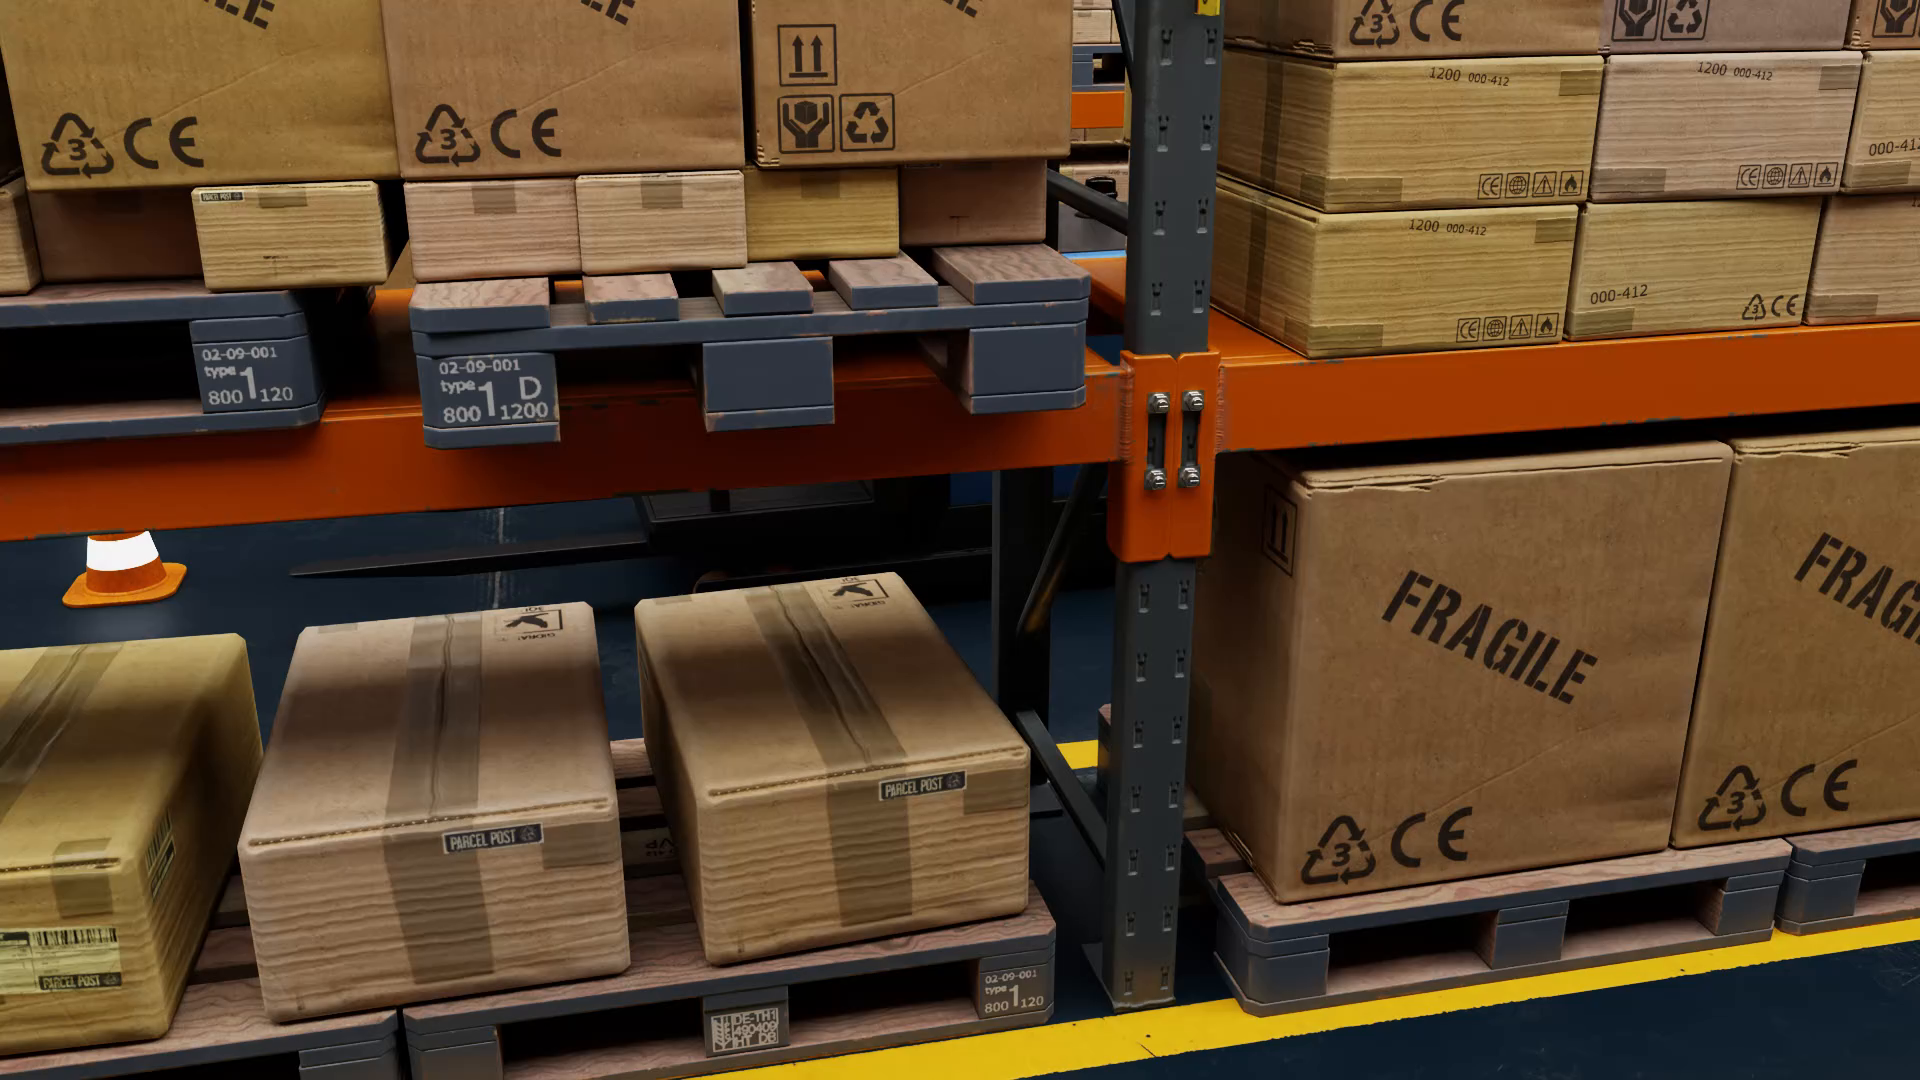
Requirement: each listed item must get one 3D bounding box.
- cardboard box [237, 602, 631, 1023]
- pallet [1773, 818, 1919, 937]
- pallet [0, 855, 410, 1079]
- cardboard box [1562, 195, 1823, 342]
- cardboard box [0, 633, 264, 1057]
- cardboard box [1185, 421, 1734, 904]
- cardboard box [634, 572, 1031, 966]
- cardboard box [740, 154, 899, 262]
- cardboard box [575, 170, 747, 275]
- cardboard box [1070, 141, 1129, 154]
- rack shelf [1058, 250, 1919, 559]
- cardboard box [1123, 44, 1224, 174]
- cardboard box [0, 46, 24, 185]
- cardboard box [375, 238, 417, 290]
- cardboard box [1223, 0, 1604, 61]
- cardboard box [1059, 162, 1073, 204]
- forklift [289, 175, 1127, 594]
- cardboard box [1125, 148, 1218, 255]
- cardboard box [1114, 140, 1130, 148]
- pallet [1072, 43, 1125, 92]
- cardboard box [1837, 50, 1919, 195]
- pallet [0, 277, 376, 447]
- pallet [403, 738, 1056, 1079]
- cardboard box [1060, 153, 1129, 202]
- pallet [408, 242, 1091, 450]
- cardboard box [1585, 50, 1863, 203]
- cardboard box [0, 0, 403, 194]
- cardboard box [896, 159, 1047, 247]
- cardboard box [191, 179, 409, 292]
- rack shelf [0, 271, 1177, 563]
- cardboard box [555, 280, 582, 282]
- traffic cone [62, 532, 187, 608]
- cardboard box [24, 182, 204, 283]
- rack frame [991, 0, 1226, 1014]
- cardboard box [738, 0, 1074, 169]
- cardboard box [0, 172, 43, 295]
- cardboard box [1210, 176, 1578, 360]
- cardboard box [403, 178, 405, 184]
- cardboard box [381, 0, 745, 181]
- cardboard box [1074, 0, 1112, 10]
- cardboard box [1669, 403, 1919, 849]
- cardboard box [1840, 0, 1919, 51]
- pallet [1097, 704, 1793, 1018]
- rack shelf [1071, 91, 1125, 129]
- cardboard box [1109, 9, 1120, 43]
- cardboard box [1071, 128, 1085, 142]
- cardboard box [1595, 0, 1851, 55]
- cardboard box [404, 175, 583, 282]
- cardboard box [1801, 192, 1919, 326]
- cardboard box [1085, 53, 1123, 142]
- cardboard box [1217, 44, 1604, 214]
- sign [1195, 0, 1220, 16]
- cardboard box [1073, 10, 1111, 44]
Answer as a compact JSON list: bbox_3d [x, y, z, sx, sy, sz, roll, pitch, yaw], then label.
[{"bbox_3d":[-1.018,0.491,3.323,0.625,0.372,0.950,-5,21,-14],"label":"cardboard box"},{"bbox_3d":[2.220,0.529,4.065,1.213,0.211,1.003,-5,21,-12],"label":"pallet"},{"bbox_3d":[-1.696,0.818,3.275,1.213,0.211,1.003,-5,21,-12],"label":"pallet"},{"bbox_3d":[1.280,-0.579,3.252,0.500,0.250,0.500,-5,21,-14],"label":"cardboard box"},{"bbox_3d":[-1.758,0.549,3.165,0.625,0.372,0.950,-4,20,-11],"label":"cardboard box"},{"bbox_3d":[0.941,0.125,3.590,0.875,0.875,0.875,-5,21,-13],"label":"cardboard box"},{"bbox_3d":[-0.302,0.430,3.490,0.625,0.372,0.950,-6,21,-16],"label":"cardboard box"},{"bbox_3d":[-0.259,-0.577,2.784,0.250,0.149,0.380,-4,21,-12],"label":"cardboard box"},{"bbox_3d":[-0.494,-0.542,2.689,0.250,0.149,0.380,-5,21,-13],"label":"cardboard box"},{"bbox_3d":[0.605,-1.893,8.555,0.500,0.250,0.500,-4,21,-11],"label":"cardboard box"},{"bbox_3d":[2.196,-0.469,3.779,4.000,0.370,1.077,-5,21,-12],"label":"rack shelf"},{"bbox_3d":[0.663,-0.936,3.500,0.500,0.250,0.500,-5,21,-13],"label":"cardboard box"},{"bbox_3d":[-1.651,-0.775,2.381,0.500,0.500,0.500,-6,21,-15],"label":"cardboard box"},{"bbox_3d":[-2.451,-1.350,7.798,0.750,0.750,1.050,-4,21,-12],"label":"cardboard box"},{"bbox_3d":[0.786,-1.122,2.917,0.500,0.500,0.500,-5,21,-14],"label":"cardboard box"},{"bbox_3d":[0.233,-1.686,7.991,0.500,0.250,0.500,-5,21,-13],"label":"cardboard box"},{"bbox_3d":[-0.606,-1.316,5.147,3.031,2.935,1.130,-6,21,-15],"label":"forklift"},{"bbox_3d":[0.683,-0.705,3.596,0.500,0.250,0.500,-5,21,-14],"label":"cardboard box"},{"bbox_3d":[1.111,-1.937,8.676,0.500,0.250,0.500,-4,20,-10],"label":"cardboard box"},{"bbox_3d":[0.930,-2.377,8.223,1.213,0.211,1.003,-5,21,-12],"label":"pallet"},{"bbox_3d":[1.791,-0.846,3.254,0.500,0.250,0.500,-5,21,-13],"label":"cardboard box"},{"bbox_3d":[-1.667,-0.388,2.791,1.213,0.211,1.003,-5,21,-12],"label":"pallet"},{"bbox_3d":[-0.511,0.722,3.535,1.213,0.211,1.003,-5,21,-12],"label":"pallet"},{"bbox_3d":[0.718,-1.721,8.086,0.500,0.250,0.500,-4,21,-12],"label":"cardboard box"},{"bbox_3d":[-0.419,-0.466,3.005,1.003,0.211,1.213,-5,21,-12],"label":"pallet"},{"bbox_3d":[1.303,-0.811,3.158,0.500,0.250,0.500,-4,21,-11],"label":"cardboard box"},{"bbox_3d":[-1.120,-0.818,2.499,0.500,0.500,0.500,-6,21,-16],"label":"cardboard box"},{"bbox_3d":[-0.015,-0.623,2.908,0.250,0.149,0.380,-4,20,-10],"label":"cardboard box"},{"bbox_3d":[-1.005,-0.499,2.570,0.250,0.149,0.380,-4,21,-12],"label":"cardboard box"},{"bbox_3d":[-1.696,-0.152,2.915,4.000,0.370,1.077,-5,21,-12],"label":"rack shelf"},{"bbox_3d":[-1.601,-1.420,7.990,0.750,0.750,1.050,-5,21,-13],"label":"cardboard box"},{"bbox_3d":[-2.706,-0.065,5.319,0.334,0.463,0.336,-5,21,-12],"label":"traffic cone"},{"bbox_3d":[-1.279,-0.521,2.630,0.250,0.149,0.380,-4,21,-12],"label":"cardboard box"},{"bbox_3d":[0.250,-0.648,3.223,0.127,3.000,1.000,-5,21,-12],"label":"rack frame"},{"bbox_3d":[-0.128,-0.903,2.730,0.500,0.500,0.500,-5,21,-14],"label":"cardboard box"},{"bbox_3d":[-1.504,-0.474,2.501,0.250,0.149,0.380,-5,21,-14],"label":"cardboard box"},{"bbox_3d":[0.784,-0.532,3.125,0.500,0.250,0.500,-5,21,-13],"label":"cardboard box"},{"bbox_3d":[-0.941,-0.732,3.206,0.250,0.149,0.380,-5,21,-12],"label":"cardboard box"},{"bbox_3d":[-0.629,-0.858,2.609,0.500,0.500,0.500,-5,21,-13],"label":"cardboard box"},{"bbox_3d":[0.540,-2.571,7.794,0.250,0.149,0.380,-5,21,-12],"label":"cardboard box"},{"bbox_3d":[1.810,0.056,3.779,0.875,0.875,0.875,-4,21,-12],"label":"cardboard box"},{"bbox_3d":[1.774,-1.200,3.131,0.500,0.500,0.500,-4,21,-11],"label":"cardboard box"},{"bbox_3d":[1.035,0.624,3.804,1.213,0.211,1.003,-5,21,-12],"label":"pallet"},{"bbox_3d":[0.959,-2.118,8.281,4.000,0.370,1.077,-5,21,-12],"label":"rack shelf"},{"bbox_3d":[0.784,-2.450,7.896,0.250,0.149,0.380,-4,21,-12],"label":"cardboard box"},{"bbox_3d":[0.375,-3.353,13.086,0.875,0.875,1.225,-5,21,-14],"label":"cardboard box"},{"bbox_3d":[1.267,-1.164,3.033,0.500,0.500,0.500,-5,21,-12],"label":"cardboard box"},{"bbox_3d":[-0.741,-0.525,2.642,0.250,0.149,0.380,-6,21,-15],"label":"cardboard box"},{"bbox_3d":[1.792,-0.618,3.360,0.500,0.250,0.500,-4,20,-11],"label":"cardboard box"},{"bbox_3d":[1.244,-3.424,13.280,0.875,0.875,1.225,-5,21,-12],"label":"cardboard box"},{"bbox_3d":[0.800,-0.770,3.047,0.500,0.250,0.500,-5,21,-13],"label":"cardboard box"},{"bbox_3d":[0.384,-0.974,2.544,0.005,0.325,0.100,-5,21,-12],"label":"sign"},{"bbox_3d":[0.539,-2.431,7.844,0.250,0.149,0.380,-4,20,-11],"label":"cardboard box"}]
